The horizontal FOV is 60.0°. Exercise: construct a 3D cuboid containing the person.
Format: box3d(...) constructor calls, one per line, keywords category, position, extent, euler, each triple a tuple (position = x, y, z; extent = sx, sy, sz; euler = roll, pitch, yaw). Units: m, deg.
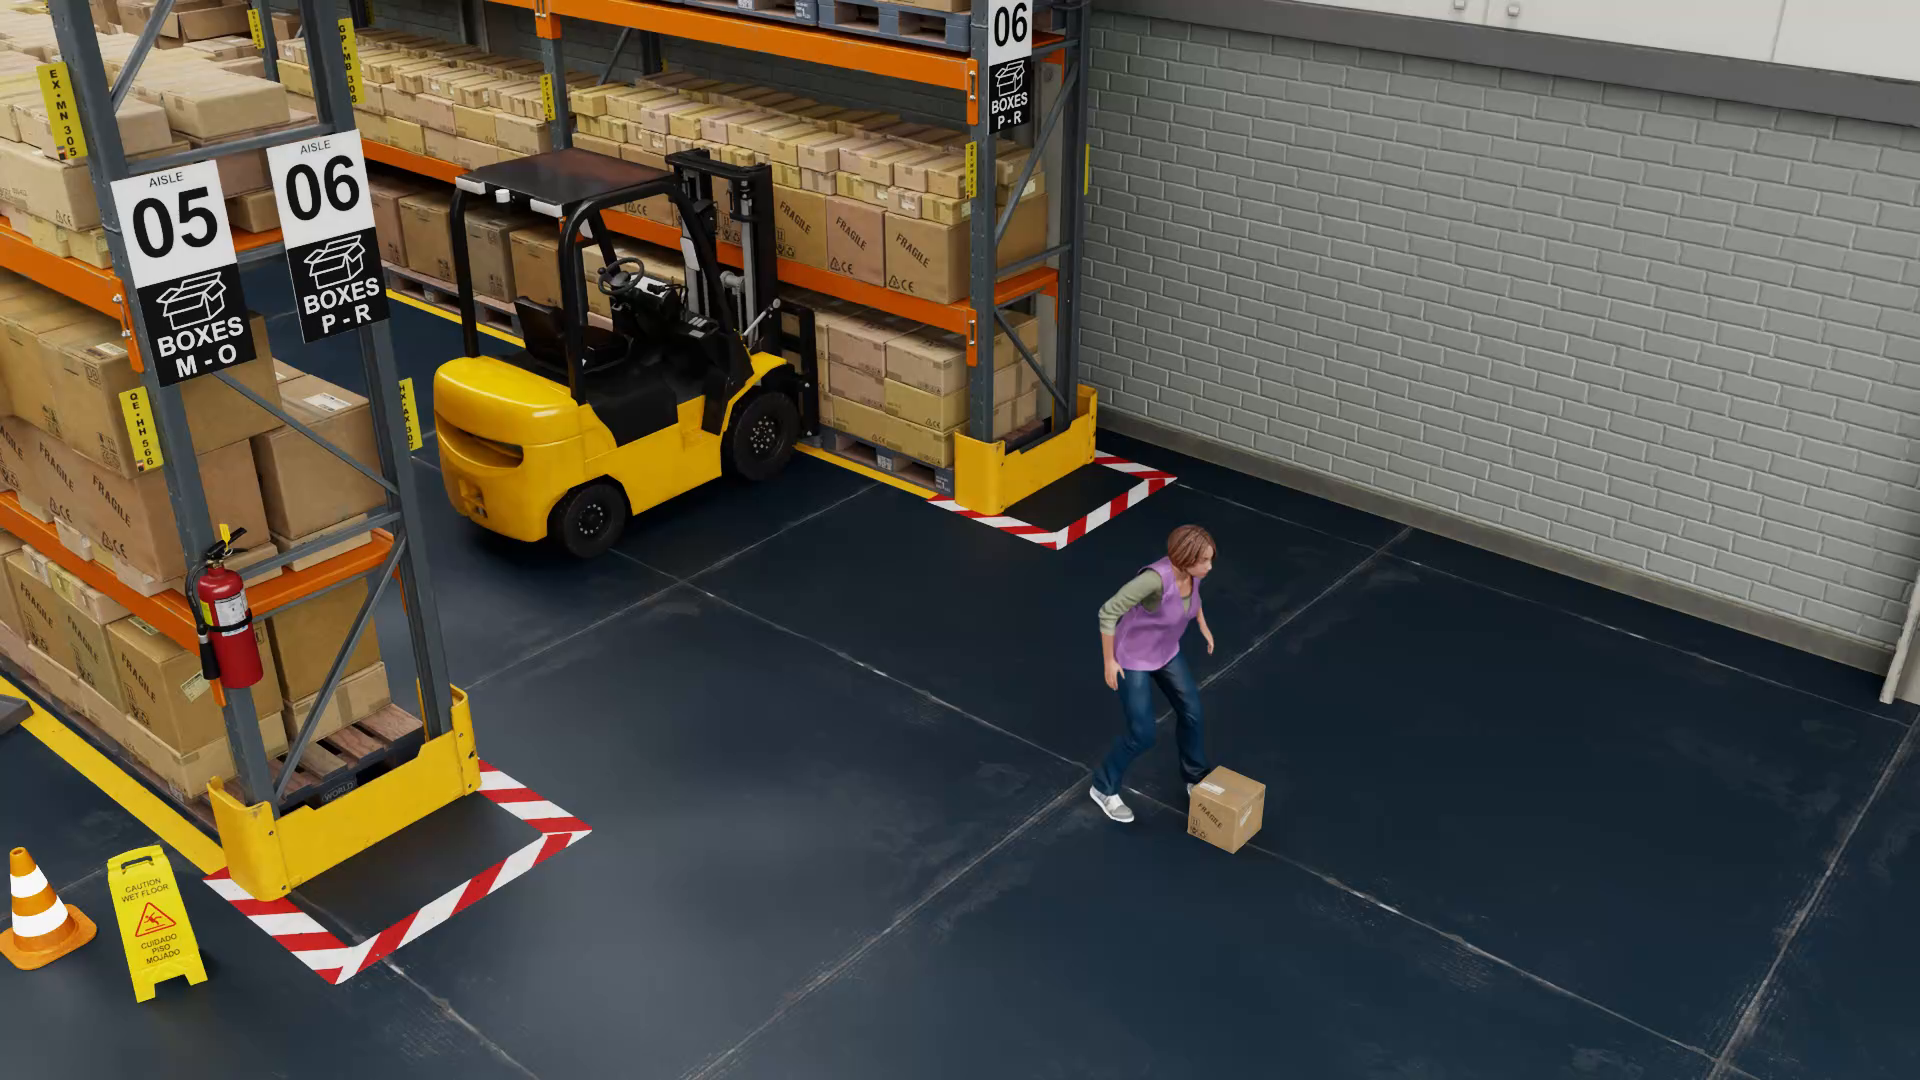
box3d(category="person", position=(0.962, 0.593, 7.610), extent=(0.611, 1.536, 0.586), euler=(-24, 36, -38))
